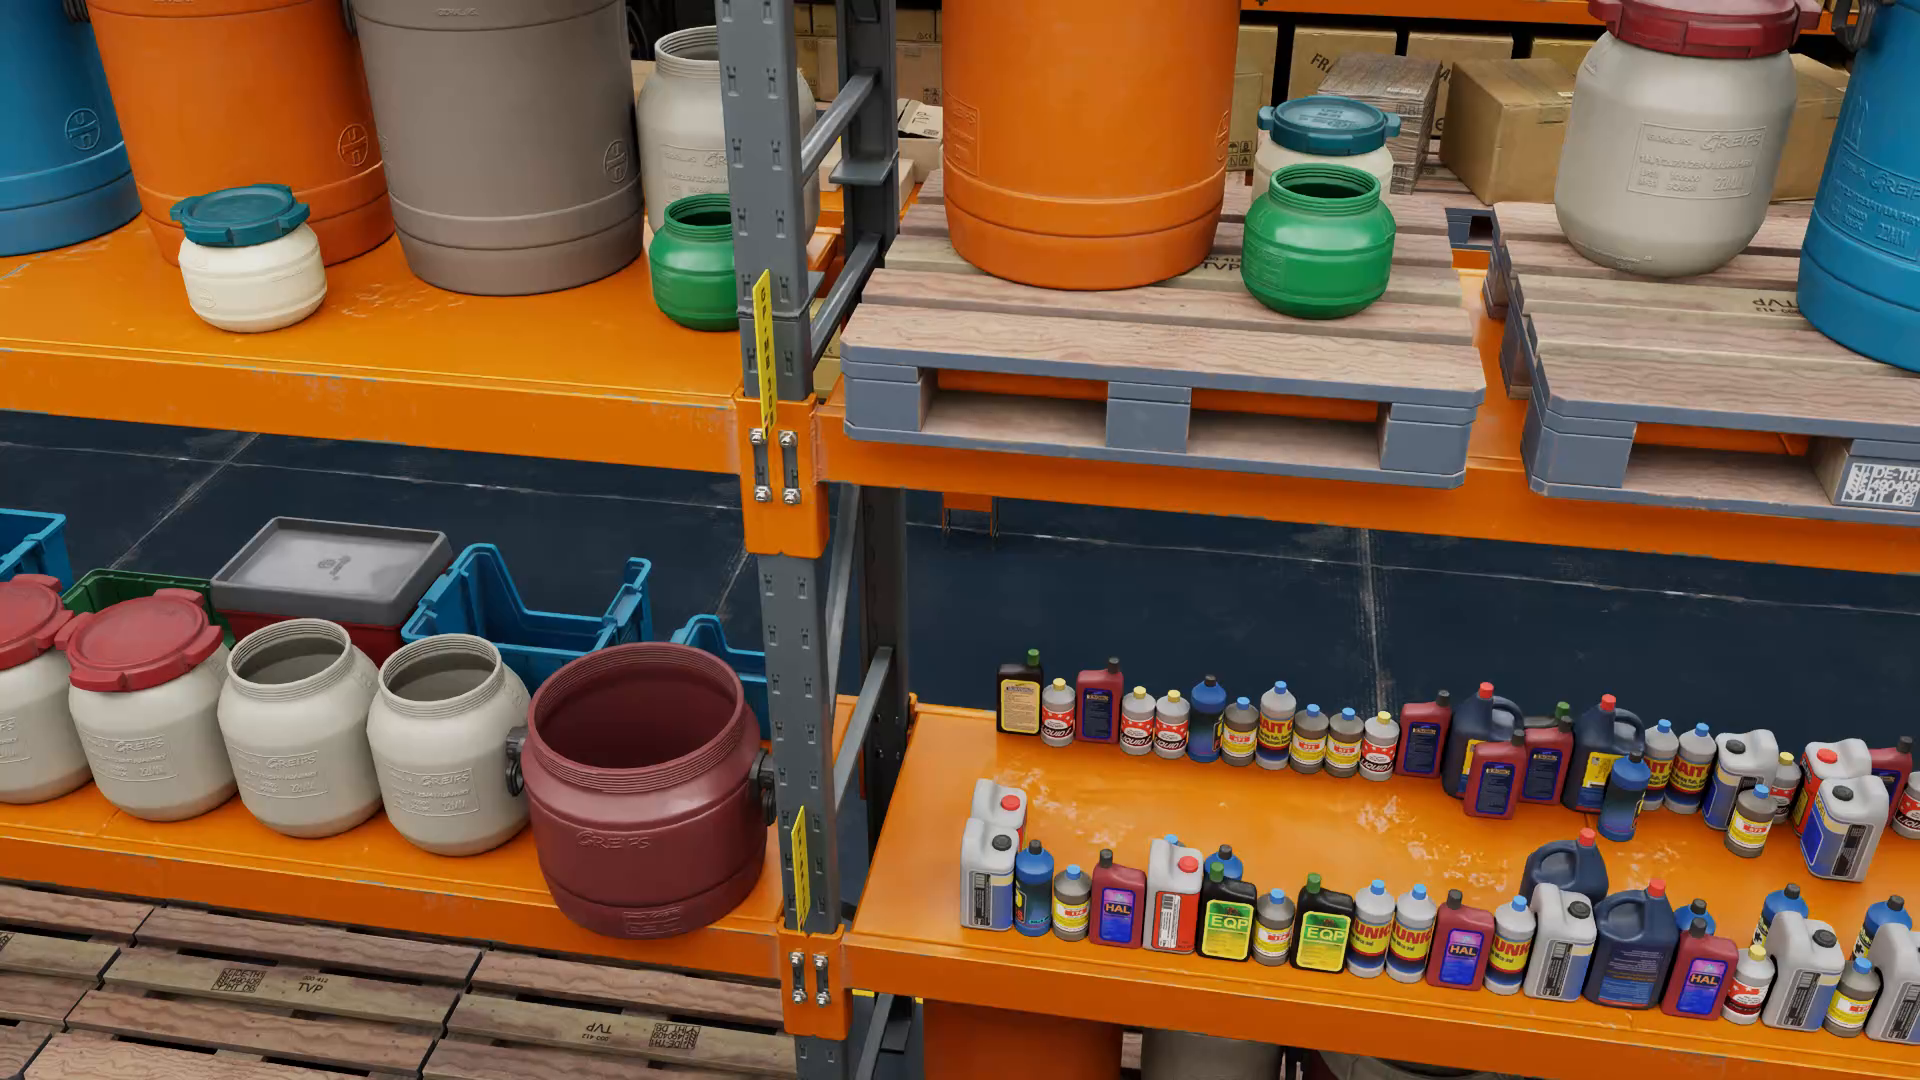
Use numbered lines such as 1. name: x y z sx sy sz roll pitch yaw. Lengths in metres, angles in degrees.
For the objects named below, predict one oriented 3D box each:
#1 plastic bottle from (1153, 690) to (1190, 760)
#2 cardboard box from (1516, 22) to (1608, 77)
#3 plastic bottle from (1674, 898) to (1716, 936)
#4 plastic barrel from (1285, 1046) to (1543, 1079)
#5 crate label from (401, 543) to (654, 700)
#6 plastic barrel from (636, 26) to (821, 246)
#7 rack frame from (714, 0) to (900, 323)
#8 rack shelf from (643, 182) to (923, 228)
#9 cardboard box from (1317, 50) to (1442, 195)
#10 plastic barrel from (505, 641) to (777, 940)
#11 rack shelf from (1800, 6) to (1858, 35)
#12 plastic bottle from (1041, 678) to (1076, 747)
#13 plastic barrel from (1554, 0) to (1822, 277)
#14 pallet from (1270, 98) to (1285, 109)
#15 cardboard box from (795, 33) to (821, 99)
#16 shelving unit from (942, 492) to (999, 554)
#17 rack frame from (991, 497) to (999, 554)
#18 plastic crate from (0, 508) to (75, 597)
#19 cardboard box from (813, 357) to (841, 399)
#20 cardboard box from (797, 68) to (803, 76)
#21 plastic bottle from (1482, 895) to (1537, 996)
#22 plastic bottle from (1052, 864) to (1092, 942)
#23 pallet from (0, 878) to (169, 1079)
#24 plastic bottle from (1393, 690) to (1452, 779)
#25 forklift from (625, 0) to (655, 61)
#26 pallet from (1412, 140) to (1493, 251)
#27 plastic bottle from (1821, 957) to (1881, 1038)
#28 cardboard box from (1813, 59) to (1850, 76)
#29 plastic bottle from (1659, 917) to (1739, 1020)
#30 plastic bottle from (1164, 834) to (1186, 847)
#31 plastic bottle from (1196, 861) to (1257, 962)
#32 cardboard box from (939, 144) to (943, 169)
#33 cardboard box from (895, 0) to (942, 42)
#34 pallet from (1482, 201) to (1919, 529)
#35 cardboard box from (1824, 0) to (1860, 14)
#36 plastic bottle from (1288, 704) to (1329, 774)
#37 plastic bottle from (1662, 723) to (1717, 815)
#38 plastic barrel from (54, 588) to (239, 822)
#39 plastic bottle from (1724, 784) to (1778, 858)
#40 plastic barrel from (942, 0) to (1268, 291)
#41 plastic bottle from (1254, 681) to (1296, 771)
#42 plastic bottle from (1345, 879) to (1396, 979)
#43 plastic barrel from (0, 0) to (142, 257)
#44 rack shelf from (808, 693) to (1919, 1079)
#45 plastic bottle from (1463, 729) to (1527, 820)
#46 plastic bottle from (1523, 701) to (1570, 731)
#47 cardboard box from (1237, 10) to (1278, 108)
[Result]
1. plastic bottle: 0.608 0.522 4.777 0.097 0.201 0.097 0 32 0
2. cardboard box: 4.651 -3.506 12.654 0.750 0.750 0.750 6 32 9
3. plastic bottle: 1.745 0.971 3.993 0.097 0.271 0.097 0 32 0
4. plastic barrel: 1.302 1.555 4.815 0.708 0.588 0.600 5 32 8
5. crate label: -1.230 0.330 4.862 0.616 0.435 0.502 5 32 8
6. plastic barrel: -0.551 -0.931 3.978 0.421 0.512 0.421 0 32 0
7. rack frame: -0.296 -1.968 2.912 0.127 3.000 1.000 5 32 8
8. rack shelf: -1.431 -1.889 9.118 4.000 0.370 1.077 5 32 8
9. cardboard box: 2.050 -2.057 8.218 0.500 0.500 0.700 11 34 17
10. plastic barrel: -0.805 0.635 4.281 0.708 0.536 0.600 5 32 8
11. rack shelf: 7.285 -3.766 12.117 4.000 0.370 1.077 5 32 8
12. plastic bottle: 0.285 0.492 4.823 0.097 0.201 0.097 0 32 0
13. plastic barrel: 1.477 -0.852 3.433 0.433 0.535 0.433 0 32 0
14. pallet: 2.135 -3.314 13.346 1.213 0.211 1.003 5 32 8
15. cardboard box: -1.326 -4.013 13.776 0.500 0.500 0.700 5 32 7
16. shelving unit: 0.053 -0.440 7.964 0.252 1.050 0.215 5 32 8
17. rack frame: 0.173 -0.429 7.946 0.008 1.050 0.200 5 32 8
18. plastic crate: -3.100 0.161 5.181 0.575 0.384 0.392 5 32 8
19. cardboard box: -0.528 -0.991 9.202 0.500 0.250 0.500 5 32 8
20. cardboard box: -1.116 -2.199 8.841 0.500 0.500 0.500 3 32 6
21. plastic bottle: 1.324 0.965 4.002 0.097 0.271 0.097 0 32 0
22. plastic bottle: 0.282 0.901 4.171 0.097 0.201 0.097 0 32 0
23. pallet: -3.459 1.450 5.734 1.213 0.211 1.003 5 32 8
24. plastic bottle: 1.301 0.540 4.670 0.133 0.283 0.061 5 32 8
25. forklift: -1.967 -3.108 10.452 3.031 2.935 1.130 5 32 8
26. pallet: 2.459 -1.762 8.419 1.213 0.211 1.003 5 32 8
27. plastic bottle: 2.095 1.065 3.909 0.097 0.201 0.097 0 32 0
28. cardboard box: 6.340 -3.396 12.197 0.250 0.149 0.380 6 33 10
29. plastic bottle: 1.750 1.009 3.921 0.133 0.283 0.061 5 32 8
30. plastic bottle: 0.535 0.842 4.265 0.097 0.201 0.097 0 32 0
31. plastic bottle: 0.656 0.910 4.080 0.133 0.283 0.061 5 32 8
32. cardboard box: 0.190 -2.032 8.754 0.500 0.311 0.500 7 33 11
33. cardboard box: -0.407 -4.215 13.391 0.500 0.250 0.500 5 32 8
34. pallet: 1.739 -0.378 3.377 1.213 0.211 1.003 5 32 8
35. cardboard box: 6.564 -4.251 11.932 0.700 0.700 0.980 4 32 7
36. plastic bottle: 0.992 0.556 4.721 0.097 0.201 0.097 0 32 0
37. plastic bottle: 2.003 0.618 4.556 0.097 0.271 0.097 0 32 0
38. plastic barrel: -2.183 0.465 4.552 0.433 0.535 0.433 0 32 0
39. plastic bottle: 2.111 0.740 4.428 0.097 0.201 0.097 0 32 0
40. plastic barrel: 0.263 -1.004 3.399 0.708 0.830 0.600 5 32 8
41. plastic bottle: 0.896 0.518 4.716 0.097 0.271 0.097 0 32 0
42. plastic bottle: 1.001 0.936 4.049 0.097 0.271 0.097 0 32 0
43. plastic barrel: -2.412 -1.217 4.067 0.708 0.901 0.600 5 32 8
44. rack shelf: 1.675 1.059 4.409 4.000 0.370 1.077 5 32 8
45. plastic bottle: 1.459 0.632 4.524 0.133 0.283 0.061 5 32 8
46. plastic bottle: 1.615 0.568 4.625 0.133 0.283 0.061 5 32 8
47. cardboard box: 2.073 -3.739 13.026 0.750 0.750 0.750 5 32 8
